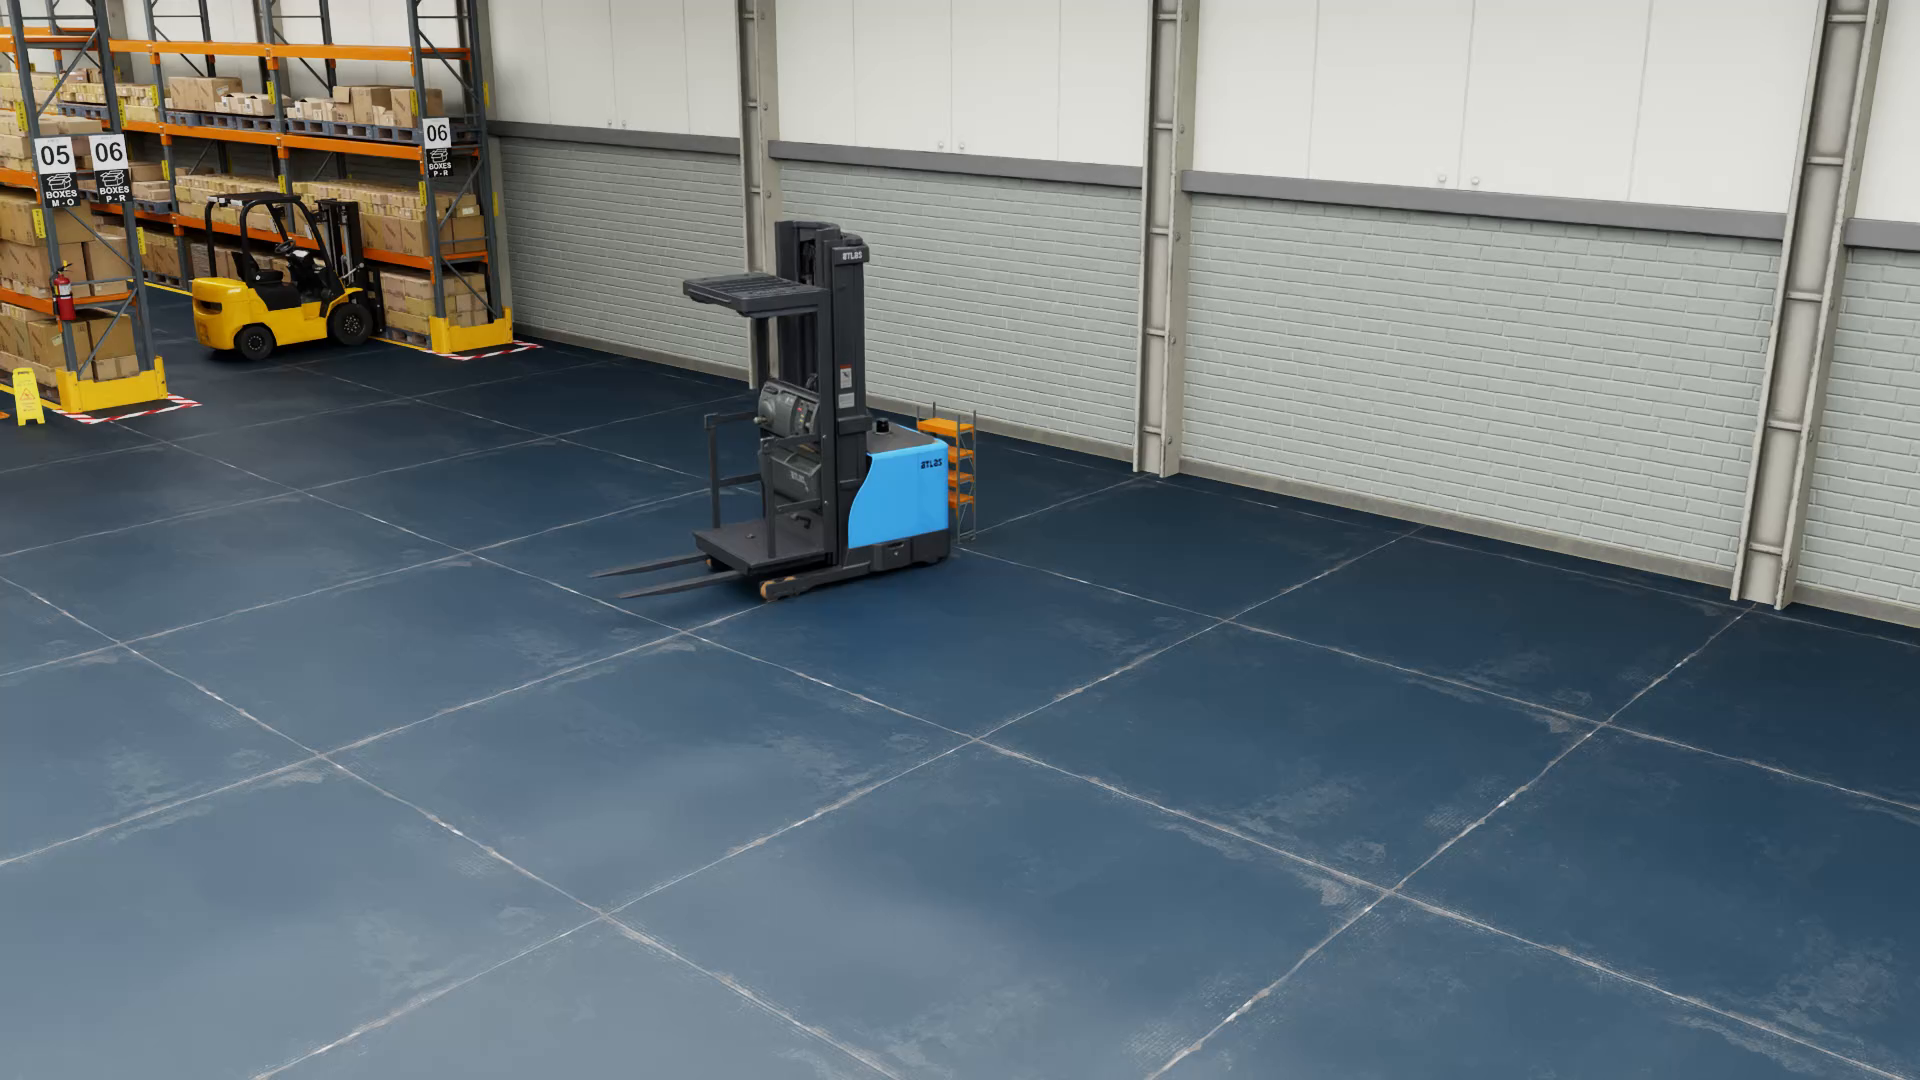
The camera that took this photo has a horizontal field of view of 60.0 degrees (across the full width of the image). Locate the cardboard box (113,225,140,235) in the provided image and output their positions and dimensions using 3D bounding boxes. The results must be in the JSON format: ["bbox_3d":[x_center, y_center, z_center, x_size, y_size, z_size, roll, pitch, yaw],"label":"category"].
[{"bbox_3d":[-15.212,-5.668,30.378,0.250,0.149,0.380,15,23,38],"label":"cardboard box"}]

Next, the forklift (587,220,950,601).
[{"bbox_3d":[-1.588,-1.078,13.665,3.031,2.935,1.130,-12,21,-33],"label":"forklift"}]

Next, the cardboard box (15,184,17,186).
[{"bbox_3d":[-18.463,-7.091,32.912,0.250,0.149,0.380,15,23,39],"label":"cardboard box"}]

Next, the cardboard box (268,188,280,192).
[{"bbox_3d":[-10.600,-5.438,26.050,0.250,0.149,0.380,15,23,38],"label":"cardboard box"}]

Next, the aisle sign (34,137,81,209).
[{"bbox_3d":[-10.438,-4.249,19.244,0.004,0.787,0.394,15,23,39],"label":"aisle sign"}]

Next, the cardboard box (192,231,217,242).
[{"bbox_3d":[-13.348,-5.371,29.442,0.250,0.149,0.380,16,24,41],"label":"cardboard box"}]

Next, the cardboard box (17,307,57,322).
[{"bbox_3d":[-11.384,-2.805,20.530,0.250,0.149,0.380,16,24,41],"label":"cardboard box"}]

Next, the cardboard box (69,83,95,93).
[{"bbox_3d":[-15.635,-8.064,29.667,0.250,0.149,0.380,14,23,38],"label":"cardboard box"}]

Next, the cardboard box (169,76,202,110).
[{"bbox_3d":[-12.604,-7.343,27.306,0.500,0.500,0.500,15,23,40],"label":"cardboard box"}]

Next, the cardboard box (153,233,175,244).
[{"bbox_3d":[-13.914,-5.289,29.183,0.250,0.149,0.380,14,22,37],"label":"cardboard box"}]

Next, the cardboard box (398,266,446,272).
[{"bbox_3d":[-7.977,-3.920,24.702,0.500,0.250,0.500,15,23,39],"label":"cardboard box"}]

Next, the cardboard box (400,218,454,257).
[{"bbox_3d":[-7.543,-4.299,23.534,0.500,0.500,0.500,14,23,38],"label":"cardboard box"}]

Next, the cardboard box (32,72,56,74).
[{"bbox_3d":[-17.669,-8.931,32.265,0.500,0.250,0.500,15,23,40],"label":"cardboard box"}]

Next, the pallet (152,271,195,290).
[{"bbox_3d":[-13.517,-4.648,29.407,1.213,0.211,1.003,15,23,39],"label":"pallet"}]

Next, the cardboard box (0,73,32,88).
[{"bbox_3d":[-18.050,-8.813,31.893,0.500,0.250,0.500,15,23,38],"label":"cardboard box"}]

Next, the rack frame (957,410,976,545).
[{"bbox_3d":[0.059,-0.556,14.881,0.015,1.200,0.240,15,23,39],"label":"rack frame"}]

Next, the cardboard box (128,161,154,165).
[{"bbox_3d":[-14.788,-6.460,29.648,0.500,0.500,0.700,15,23,39],"label":"cardboard box"}]

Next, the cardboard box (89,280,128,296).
[{"bbox_3d":[-10.409,-3.083,20.284,0.250,0.149,0.380,15,23,39],"label":"cardboard box"}]

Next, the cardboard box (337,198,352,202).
[{"bbox_3d":[-8.990,-4.985,24.622,0.250,0.149,0.380,14,22,38],"label":"cardboard box"}]

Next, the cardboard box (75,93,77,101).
[{"bbox_3d":[-15.591,-7.941,29.771,0.250,0.149,0.380,15,23,40],"label":"cardboard box"}]

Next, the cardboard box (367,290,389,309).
[{"bbox_3d":[-8.340,-3.569,24.423,0.500,0.250,0.500,14,23,38],"label":"cardboard box"}]

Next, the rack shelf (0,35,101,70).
[{"bbox_3d":[-11.788,-6.005,20.351,4.000,0.370,1.077,15,23,39],"label":"rack shelf"}]

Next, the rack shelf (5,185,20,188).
[{"bbox_3d":[-17.472,-6.680,32.391,4.000,0.370,1.077,15,23,39],"label":"rack shelf"}]

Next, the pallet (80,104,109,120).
[{"bbox_3d":[-14.757,-7.607,29.475,1.003,0.211,1.213,15,23,39],"label":"pallet"}]

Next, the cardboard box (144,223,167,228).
[{"bbox_3d":[-14.742,-5.719,30.540,0.250,0.149,0.380,16,24,41],"label":"cardboard box"}]

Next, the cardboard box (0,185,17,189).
[{"bbox_3d":[-12.374,-4.205,21.094,0.500,0.500,0.700,14,23,38],"label":"cardboard box"}]

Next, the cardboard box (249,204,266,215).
[{"bbox_3d":[-10.919,-5.324,26.351,0.500,0.250,0.500,14,23,38],"label":"cardboard box"}]

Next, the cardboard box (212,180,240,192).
[{"bbox_3d":[-11.969,-5.788,27.152,0.250,0.149,0.380,16,23,40],"label":"cardboard box"}]

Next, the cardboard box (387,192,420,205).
[{"bbox_3d":[-7.964,-4.891,23.833,0.250,0.149,0.380,15,23,40],"label":"cardboard box"}]

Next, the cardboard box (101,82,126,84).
[{"bbox_3d":[-15.274,-8.192,30.072,0.250,0.149,0.380,14,23,38],"label":"cardboard box"}]

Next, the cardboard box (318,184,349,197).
[{"bbox_3d":[-9.374,-5.226,24.892,0.250,0.149,0.380,16,23,40],"label":"cardboard box"}]

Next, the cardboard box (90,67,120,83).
[{"bbox_3d":[-15.482,-8.427,30.126,0.258,0.266,0.396,15,23,39],"label":"cardboard box"}]

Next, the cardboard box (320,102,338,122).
[{"bbox_3d":[-9.084,-6.262,24.288,0.258,0.266,0.396,14,23,38],"label":"cardboard box"}]

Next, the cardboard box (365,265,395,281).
[{"bbox_3d":[-8.696,-3.904,24.652,0.500,0.250,0.500,14,23,38],"label":"cardboard box"}]

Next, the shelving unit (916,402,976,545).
[{"bbox_3d":[-0.124,-0.605,15.035,0.503,1.200,0.258,15,23,39],"label":"shelving unit"}]

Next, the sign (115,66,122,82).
[{"bbox_3d":[-15.610,-8.612,30.823,0.005,0.325,0.100,15,23,39],"label":"sign"}]

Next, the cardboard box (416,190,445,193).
[{"bbox_3d":[-7.665,-4.989,24.145,0.250,0.149,0.380,15,23,40],"label":"cardboard box"}]

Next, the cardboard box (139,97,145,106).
[{"bbox_3d":[-13.769,-7.498,28.410,0.250,0.149,0.380,16,23,40],"label":"cardboard box"}]

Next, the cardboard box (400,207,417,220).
[{"bbox_3d":[-7.657,-4.620,23.471,0.250,0.149,0.380,16,23,40],"label":"cardboard box"}]

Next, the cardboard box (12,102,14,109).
[{"bbox_3d":[-17.945,-8.356,31.938,0.250,0.149,0.380,15,23,39],"label":"cardboard box"}]

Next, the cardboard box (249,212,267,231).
[{"bbox_3d":[-10.922,-5.085,26.424,0.500,0.250,0.500,15,23,39],"label":"cardboard box"}]

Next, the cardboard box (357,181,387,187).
[{"bbox_3d":[-8.957,-5.372,25.351,0.250,0.149,0.380,14,23,38],"label":"cardboard box"}]

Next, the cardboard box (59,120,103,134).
[{"bbox_3d":[-10.423,-4.896,19.717,0.250,0.149,0.380,15,23,39],"label":"cardboard box"}]

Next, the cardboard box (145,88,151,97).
[{"bbox_3d":[-13.564,-7.587,28.198,0.250,0.149,0.380,14,22,37],"label":"cardboard box"}]

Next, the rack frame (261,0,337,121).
[{"bbox_3d":[-9.992,-7.875,25.048,0.127,3.000,1.000,15,23,39],"label":"rack frame"}]

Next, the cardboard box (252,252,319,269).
[{"bbox_3d":[-10.965,-4.343,27.069,0.625,0.625,0.875,15,23,39],"label":"cardboard box"}]

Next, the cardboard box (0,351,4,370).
[{"bbox_3d":[-12.217,-2.391,21.537,0.500,0.250,0.500,15,23,39],"label":"cardboard box"}]

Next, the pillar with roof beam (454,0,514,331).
[{"bbox_3d":[-9.780,-6.441,20.531,0.400,9.000,9.100,15,23,39],"label":"pillar with roof beam"}]

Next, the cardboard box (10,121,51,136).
[{"bbox_3d":[-10.909,-4.840,19.541,0.250,0.149,0.380,16,23,40],"label":"cardboard box"}]

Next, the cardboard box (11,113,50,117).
[{"bbox_3d":[-11.679,-5.277,20.920,0.250,0.149,0.380,15,23,40],"label":"cardboard box"}]

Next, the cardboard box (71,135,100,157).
[{"bbox_3d":[-10.492,-4.749,19.916,0.500,0.250,0.500,15,23,38],"label":"cardboard box"}]

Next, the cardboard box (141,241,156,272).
[{"bbox_3d":[-14.203,-5.071,29.568,0.500,0.500,0.500,16,24,42],"label":"cardboard box"}]

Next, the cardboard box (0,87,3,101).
[{"bbox_3d":[-18.423,-8.676,32.289,0.500,0.250,0.500,16,23,40],"label":"cardboard box"}]

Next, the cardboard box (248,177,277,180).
[{"bbox_3d":[-11.567,-5.928,27.593,0.250,0.149,0.380,15,23,38],"label":"cardboard box"}]

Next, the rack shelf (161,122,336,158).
[{"bbox_3d":[-11.488,-6.503,26.876,4.000,0.370,1.077,15,23,39],"label":"rack shelf"}]

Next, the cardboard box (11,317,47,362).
[{"bbox_3d":[-11.457,-2.541,20.771,0.500,0.500,0.500,16,24,41],"label":"cardboard box"}]

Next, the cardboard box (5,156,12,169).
[{"bbox_3d":[-11.129,-4.510,19.821,0.250,0.149,0.380,16,24,41],"label":"cardboard box"}]

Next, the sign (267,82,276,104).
[{"bbox_3d":[-10.345,-6.716,24.983,0.005,0.325,0.100,15,23,39],"label":"sign"}]

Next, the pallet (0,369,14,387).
[{"bbox_3d":[-11.842,-2.190,21.665,1.213,0.211,1.003,15,23,39],"label":"pallet"}]
